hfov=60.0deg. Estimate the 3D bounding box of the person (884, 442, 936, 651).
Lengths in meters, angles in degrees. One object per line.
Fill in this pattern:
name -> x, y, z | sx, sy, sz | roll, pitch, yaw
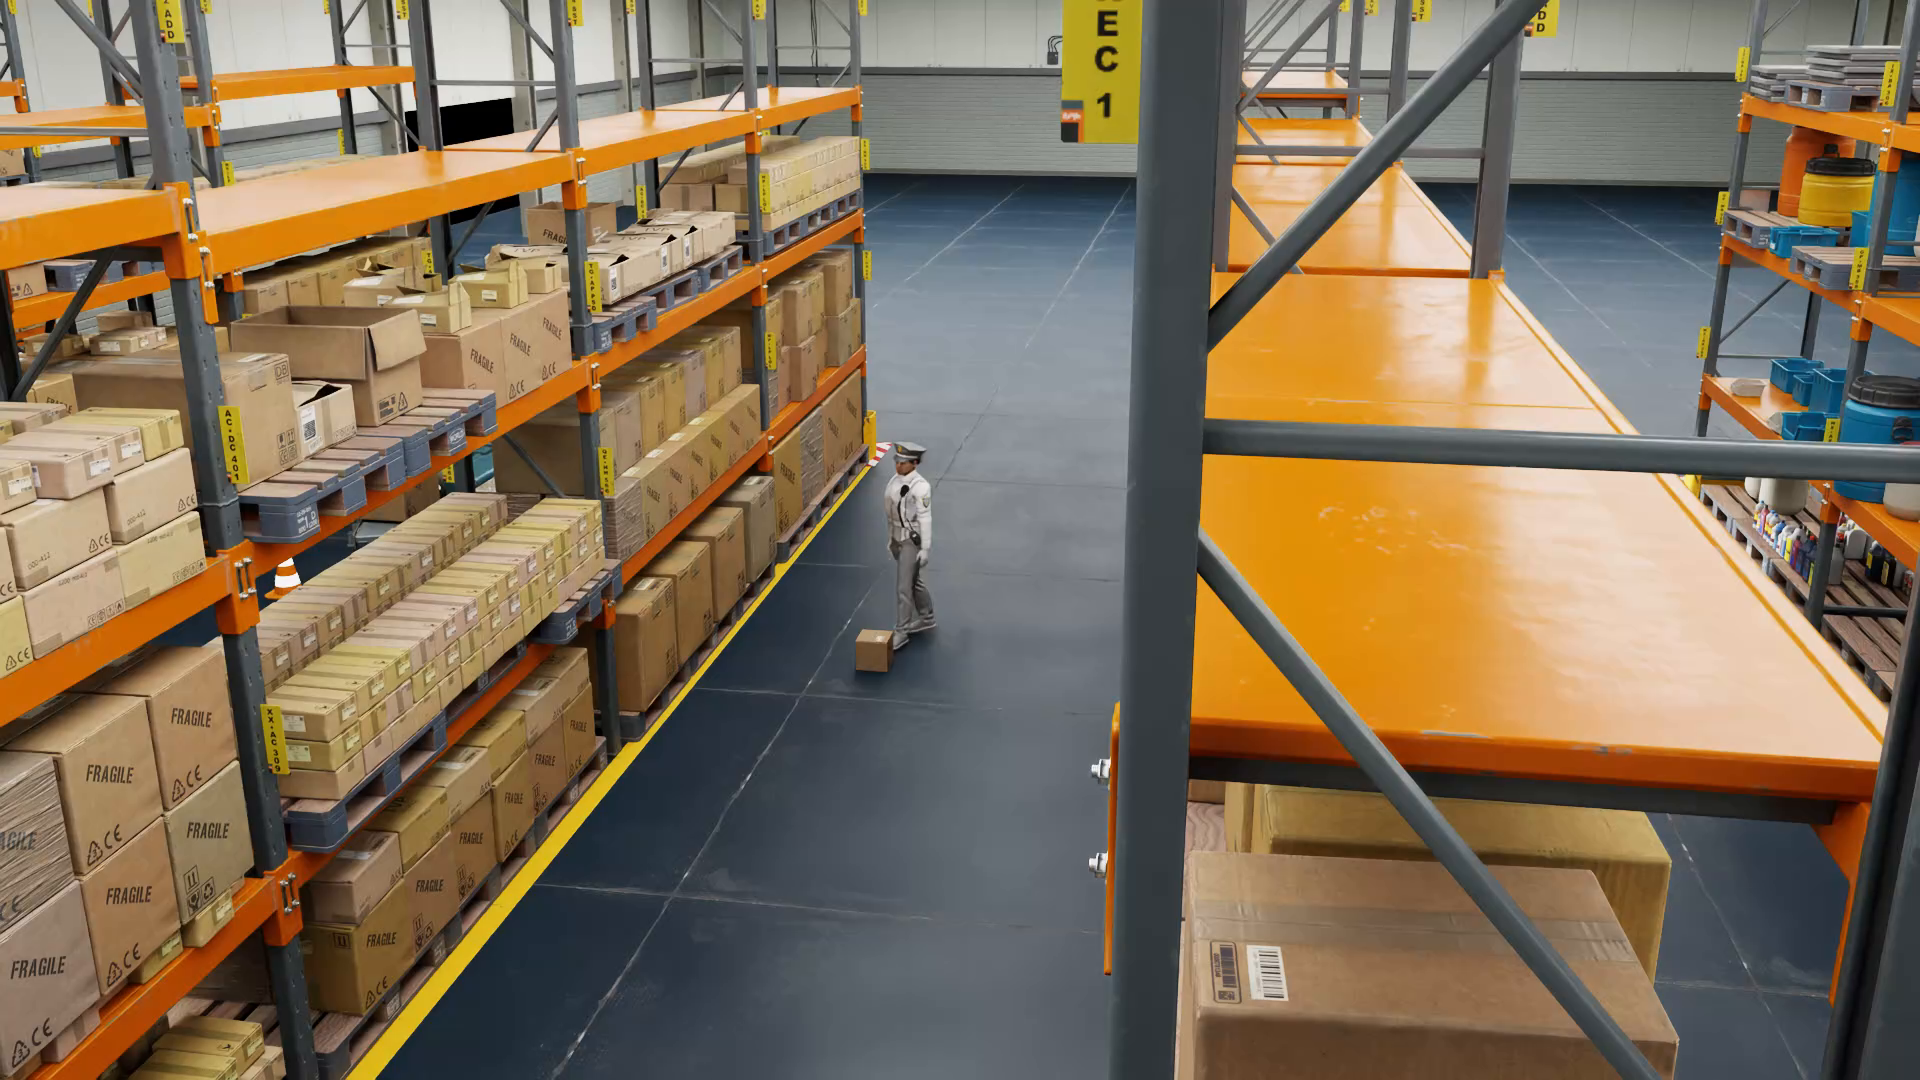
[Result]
person -> -0.433, 0.024, 13.381 | 0.596, 1.674, 0.483 | -10, 21, -29
